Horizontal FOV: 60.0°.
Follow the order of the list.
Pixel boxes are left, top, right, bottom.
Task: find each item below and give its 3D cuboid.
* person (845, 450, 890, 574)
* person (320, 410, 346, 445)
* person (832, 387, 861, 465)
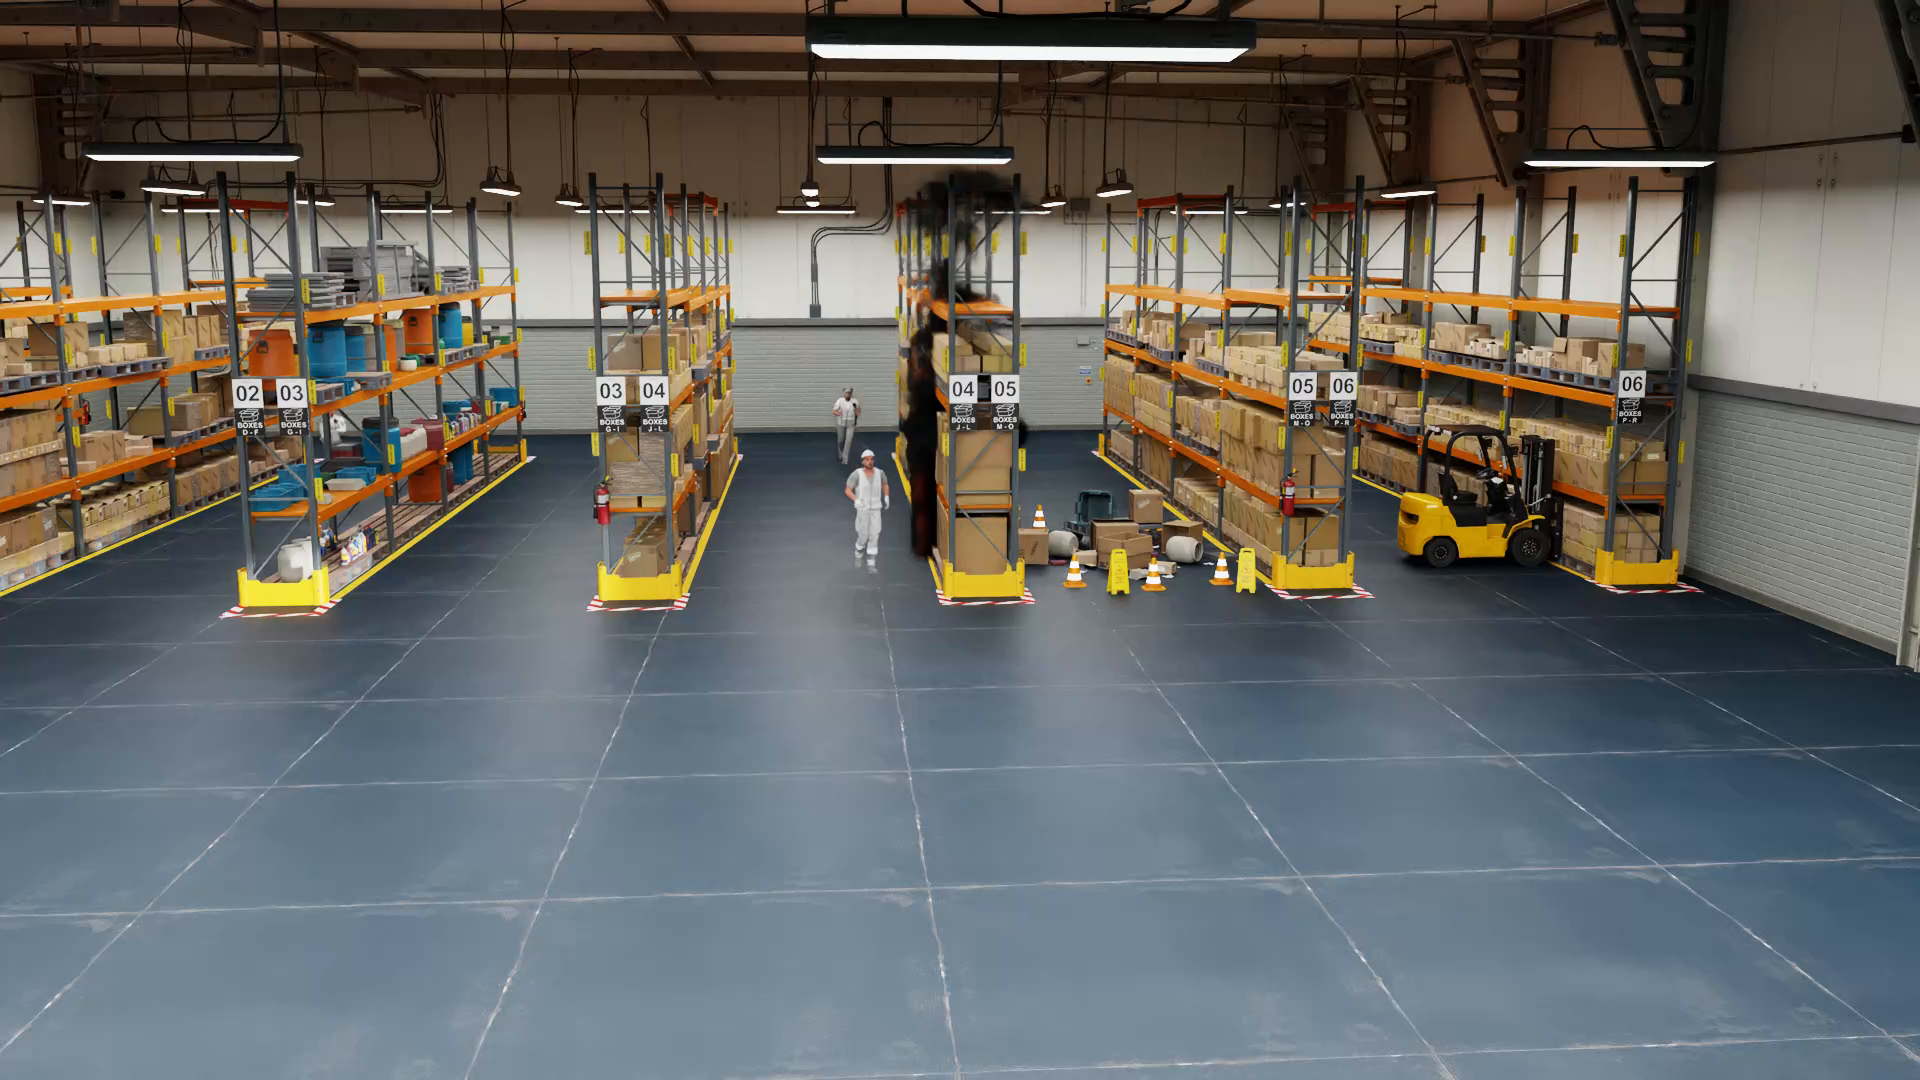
[{"bbox_3d":[-1.342,-0.432,24.402,0.684,1.795,0.726,-3,11,-18],"label":"person"},{"bbox_3d":[-13.381,-2.070,35.526,0.580,1.734,0.832,-2,10,-13],"label":"person"},{"bbox_3d":[-2.637,-2.693,38.790,0.666,1.777,0.996,-1,10,-3],"label":"person"}]
